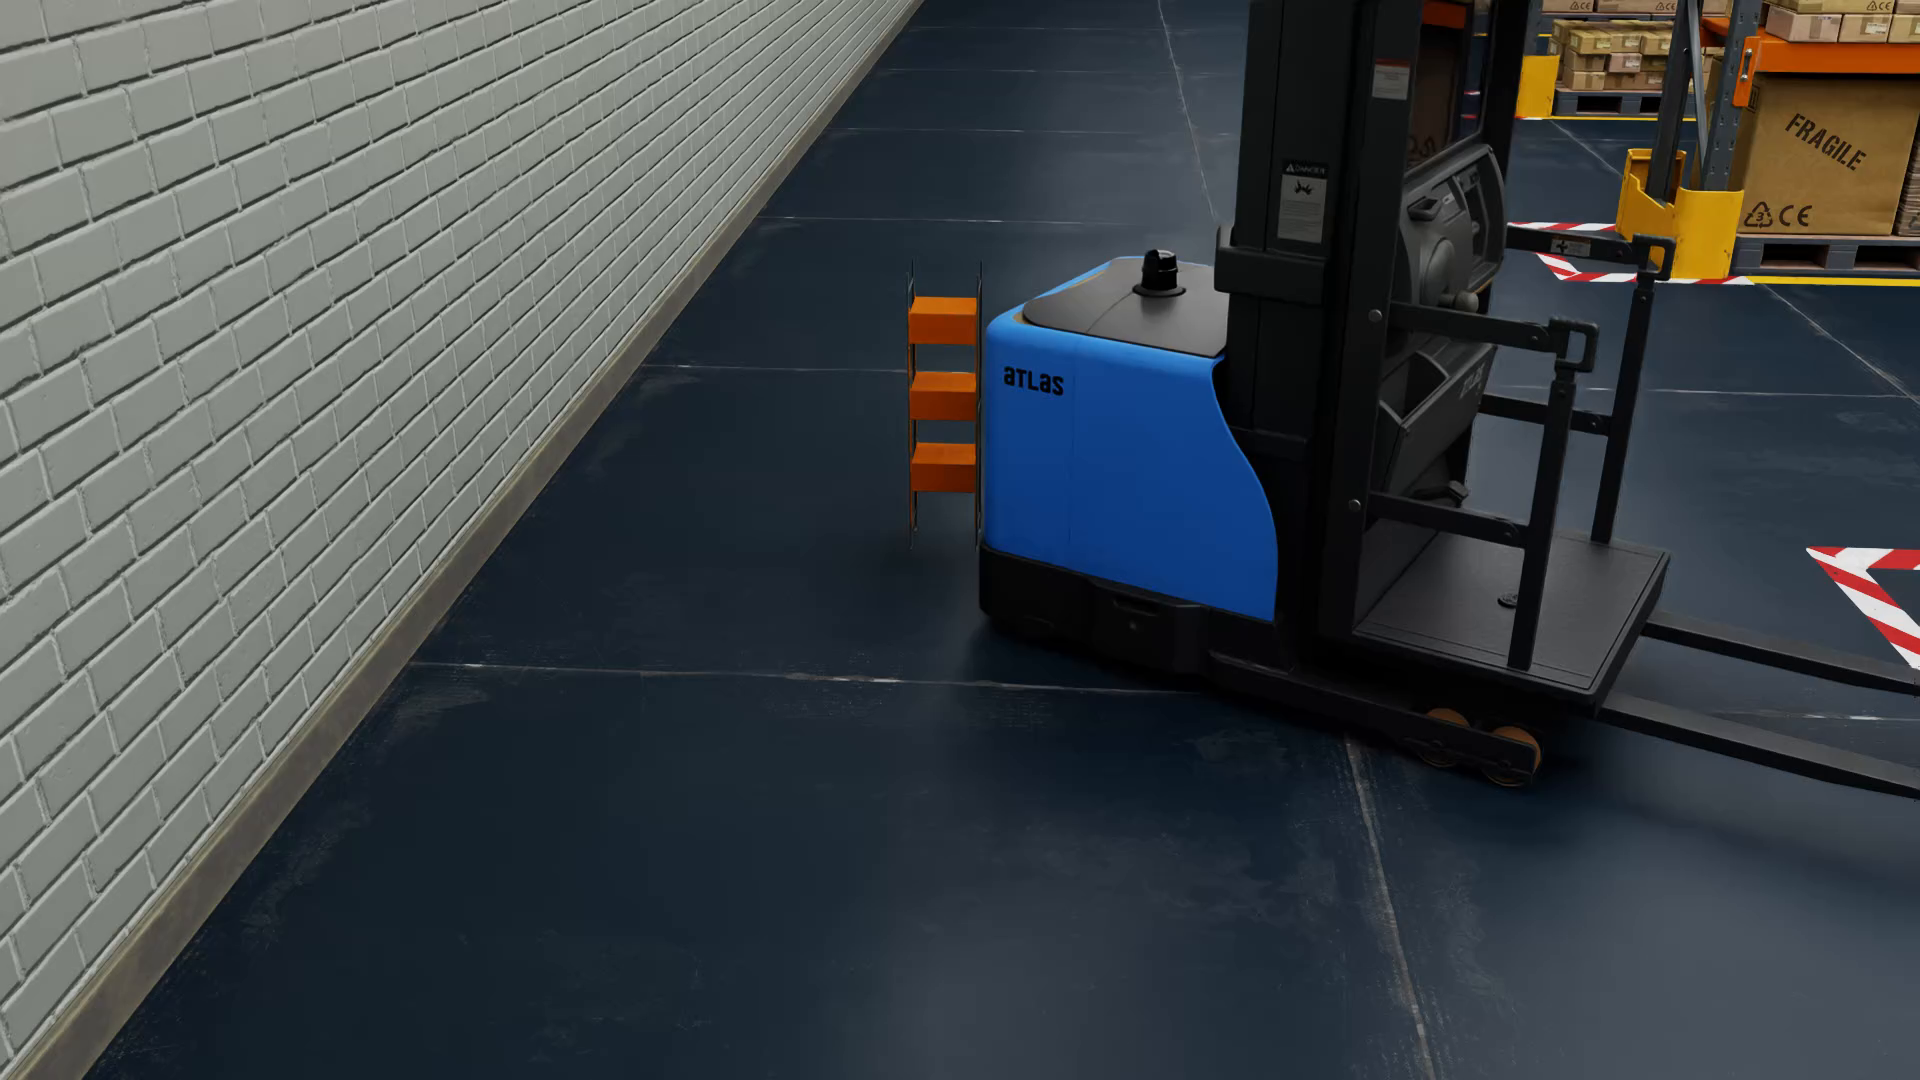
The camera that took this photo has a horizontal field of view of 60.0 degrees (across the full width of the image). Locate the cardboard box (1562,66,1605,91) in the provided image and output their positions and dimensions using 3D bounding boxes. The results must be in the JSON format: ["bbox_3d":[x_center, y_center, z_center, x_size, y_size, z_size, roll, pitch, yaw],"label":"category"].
[{"bbox_3d":[5.266,-3.902,14.050,0.250,0.149,0.380,2,25,5],"label":"cardboard box"}]

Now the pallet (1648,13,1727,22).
[{"bbox_3d":[8.283,-5.885,18.787,1.213,0.211,1.003,2,25,4],"label":"pallet"}]

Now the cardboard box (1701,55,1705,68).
[{"bbox_3d":[6.038,-4.007,13.922,0.250,0.149,0.380,3,25,6],"label":"cardboard box"}]

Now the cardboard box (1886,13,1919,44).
[{"bbox_3d":[5.128,-2.814,9.077,0.250,0.149,0.380,1,25,3],"label":"cardboard box"}]

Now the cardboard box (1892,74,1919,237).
[{"bbox_3d":[5.840,-2.302,9.703,0.875,0.875,0.875,2,25,4],"label":"cardboard box"}]

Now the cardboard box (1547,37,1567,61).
[{"bbox_3d":[5.317,-4.289,14.536,0.250,0.149,0.380,1,25,3],"label":"cardboard box"}]

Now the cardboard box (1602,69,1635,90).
[{"bbox_3d":[5.534,-3.928,14.106,0.250,0.149,0.380,2,25,4],"label":"cardboard box"}]

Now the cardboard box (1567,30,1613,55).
[{"bbox_3d":[5.265,-4.164,13.907,0.250,0.149,0.380,1,25,2],"label":"cardboard box"}]

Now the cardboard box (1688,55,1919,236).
[{"bbox_3d":[4.932,-2.331,9.767,0.875,0.875,0.875,2,25,4],"label":"cardboard box"}]

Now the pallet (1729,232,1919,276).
[{"bbox_3d":[5.091,-1.833,9.980,1.213,0.211,1.003,2,25,4],"label":"pallet"}]

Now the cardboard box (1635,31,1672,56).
[{"bbox_3d":[5.790,-4.144,13.864,0.250,0.149,0.380,2,25,4],"label":"cardboard box"}]

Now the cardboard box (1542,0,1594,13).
[{"bbox_3d":[6.626,-6.244,18.795,0.875,0.438,0.875,2,25,5],"label":"cardboard box"}]

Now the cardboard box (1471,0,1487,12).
[{"bbox_3d":[5.712,-6.270,18.851,0.875,0.438,0.875,1,25,2],"label":"cardboard box"}]

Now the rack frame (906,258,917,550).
[{"bbox_3d":[-0.175,-0.483,6.043,0.008,1.050,0.200,2,25,4],"label":"rack frame"}]

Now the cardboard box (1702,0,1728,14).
[{"bbox_3d":[8.417,-6.186,18.669,0.875,0.438,0.875,1,25,3],"label":"cardboard box"}]

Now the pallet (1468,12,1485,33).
[{"bbox_3d":[5.850,-5.963,18.957,1.213,0.211,1.003,2,25,4],"label":"pallet"}]

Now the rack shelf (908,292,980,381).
[{"bbox_3d":[-0.053,-0.727,5.920,0.240,0.259,0.215,2,25,4],"label":"rack shelf"}]

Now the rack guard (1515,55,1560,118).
[{"bbox_3d":[4.844,-4.018,14.385,0.348,0.500,1.175,2,25,4],"label":"rack guard"}]

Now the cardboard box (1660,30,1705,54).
[{"bbox_3d":[6.044,-4.170,13.921,0.250,0.149,0.380,1,25,1],"label":"cardboard box"}]

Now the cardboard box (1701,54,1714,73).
[{"bbox_3d":[6.310,-4.038,13.989,0.250,0.149,0.380,1,25,1],"label":"cardboard box"}]

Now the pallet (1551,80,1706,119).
[{"bbox_3d":[5.652,-3.847,14.357,1.213,0.211,1.003,2,25,4],"label":"pallet"}]

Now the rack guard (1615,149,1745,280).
[{"bbox_3d":[4.264,-1.958,9.906,0.348,0.500,1.175,2,25,4],"label":"rack guard"}]

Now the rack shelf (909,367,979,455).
[{"bbox_3d":[-0.053,-0.469,6.039,0.240,0.259,0.215,2,25,4],"label":"rack shelf"}]

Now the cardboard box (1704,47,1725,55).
[{"bbox_3d":[6.320,-4.158,13.894,0.250,0.149,0.380,3,25,6],"label":"cardboard box"}]

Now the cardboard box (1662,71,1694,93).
[{"bbox_3d":[6.028,-3.869,13.977,0.250,0.149,0.380,2,25,5],"label":"cardboard box"}]

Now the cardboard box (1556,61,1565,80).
[{"bbox_3d":[5.309,-4.122,14.528,0.250,0.149,0.380,2,25,5],"label":"cardboard box"}]

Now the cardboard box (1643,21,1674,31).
[{"bbox_3d":[6.083,-4.389,14.396,0.250,0.149,0.380,1,25,2],"label":"cardboard box"}]

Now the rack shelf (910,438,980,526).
[{"bbox_3d":[-0.053,-0.217,6.155,0.240,0.259,0.215,2,25,4],"label":"rack shelf"}]

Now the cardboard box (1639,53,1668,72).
[{"bbox_3d":[5.791,-4.060,14.038,0.250,0.149,0.380,2,25,5],"label":"cardboard box"}]

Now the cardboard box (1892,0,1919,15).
[{"bbox_3d":[5.265,-3.018,9.043,0.500,0.250,0.500,2,25,3],"label":"cardboard box"}]

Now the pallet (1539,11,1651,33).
[{"bbox_3d":[7.063,-5.923,18.869,1.213,0.211,1.003,2,25,4],"label":"pallet"}]

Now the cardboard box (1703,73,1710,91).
[{"bbox_3d":[6.290,-3.900,14.046,0.250,0.149,0.380,2,25,4],"label":"cardboard box"}]

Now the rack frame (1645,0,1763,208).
[{"bbox_3d":[4.288,-3.092,9.382,0.127,3.000,1.000,2,25,4],"label":"rack frame"}]

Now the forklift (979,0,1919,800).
[{"bbox_3d":[1.588,-0.884,4.665,3.031,2.935,1.130,15,28,29],"label":"forklift"}]

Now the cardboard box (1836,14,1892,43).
[{"bbox_3d":[4.873,-2.822,9.095,0.250,0.149,0.380,1,25,3],"label":"cardboard box"}]

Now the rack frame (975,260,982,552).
[{"bbox_3d":[0.068,-0.475,6.026,0.008,1.050,0.200,2,25,4],"label":"rack frame"}]

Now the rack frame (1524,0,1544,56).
[{"bbox_3d":[4.768,-5.156,13.868,0.127,3.000,1.000,2,25,4],"label":"rack frame"}]

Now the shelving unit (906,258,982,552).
[{"bbox_3d":[-0.053,-0.479,6.034,0.252,1.050,0.215,2,25,4],"label":"shelving unit"}]

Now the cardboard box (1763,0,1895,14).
[{"bbox_3d":[4.746,-3.032,9.073,0.500,0.250,0.500,1,25,3],"label":"cardboard box"}]

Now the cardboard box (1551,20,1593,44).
[{"bbox_3d":[5.316,-4.411,14.444,0.250,0.149,0.380,2,25,5],"label":"cardboard box"}]

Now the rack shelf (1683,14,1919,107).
[{"bbox_3d":[6.282,-2.702,9.394,4.000,0.370,1.077,2,25,4],"label":"rack shelf"}]

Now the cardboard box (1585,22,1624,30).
[{"bbox_3d":[5.562,-4.379,14.375,0.250,0.149,0.380,2,25,5],"label":"cardboard box"}]

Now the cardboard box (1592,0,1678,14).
[{"bbox_3d":[7.524,-6.215,18.731,0.875,0.438,0.875,1,25,2],"label":"cardboard box"}]

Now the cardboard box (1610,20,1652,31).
[{"bbox_3d":[5.830,-4.424,14.472,0.250,0.149,0.380,1,25,3],"label":"cardboard box"}]

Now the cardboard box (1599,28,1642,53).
[{"bbox_3d":[5.549,-4.205,13.997,0.250,0.149,0.380,2,25,5],"label":"cardboard box"}]

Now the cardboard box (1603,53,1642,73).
[{"bbox_3d":[5.540,-4.031,13.975,0.250,0.149,0.380,2,25,4],"label":"cardboard box"}]

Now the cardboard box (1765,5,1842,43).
[{"bbox_3d":[4.617,-2.829,9.111,0.250,0.149,0.380,2,25,5],"label":"cardboard box"}]

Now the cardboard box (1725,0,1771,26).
[{"bbox_3d":[4.668,-3.104,9.708,0.250,0.149,0.380,2,25,5],"label":"cardboard box"}]

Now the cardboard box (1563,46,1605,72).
[{"bbox_3d":[5.271,-4.064,14.045,0.250,0.149,0.380,3,25,6],"label":"cardboard box"}]

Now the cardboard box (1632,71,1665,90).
[{"bbox_3d":[5.782,-3.923,14.095,0.250,0.149,0.380,2,25,5],"label":"cardboard box"}]
